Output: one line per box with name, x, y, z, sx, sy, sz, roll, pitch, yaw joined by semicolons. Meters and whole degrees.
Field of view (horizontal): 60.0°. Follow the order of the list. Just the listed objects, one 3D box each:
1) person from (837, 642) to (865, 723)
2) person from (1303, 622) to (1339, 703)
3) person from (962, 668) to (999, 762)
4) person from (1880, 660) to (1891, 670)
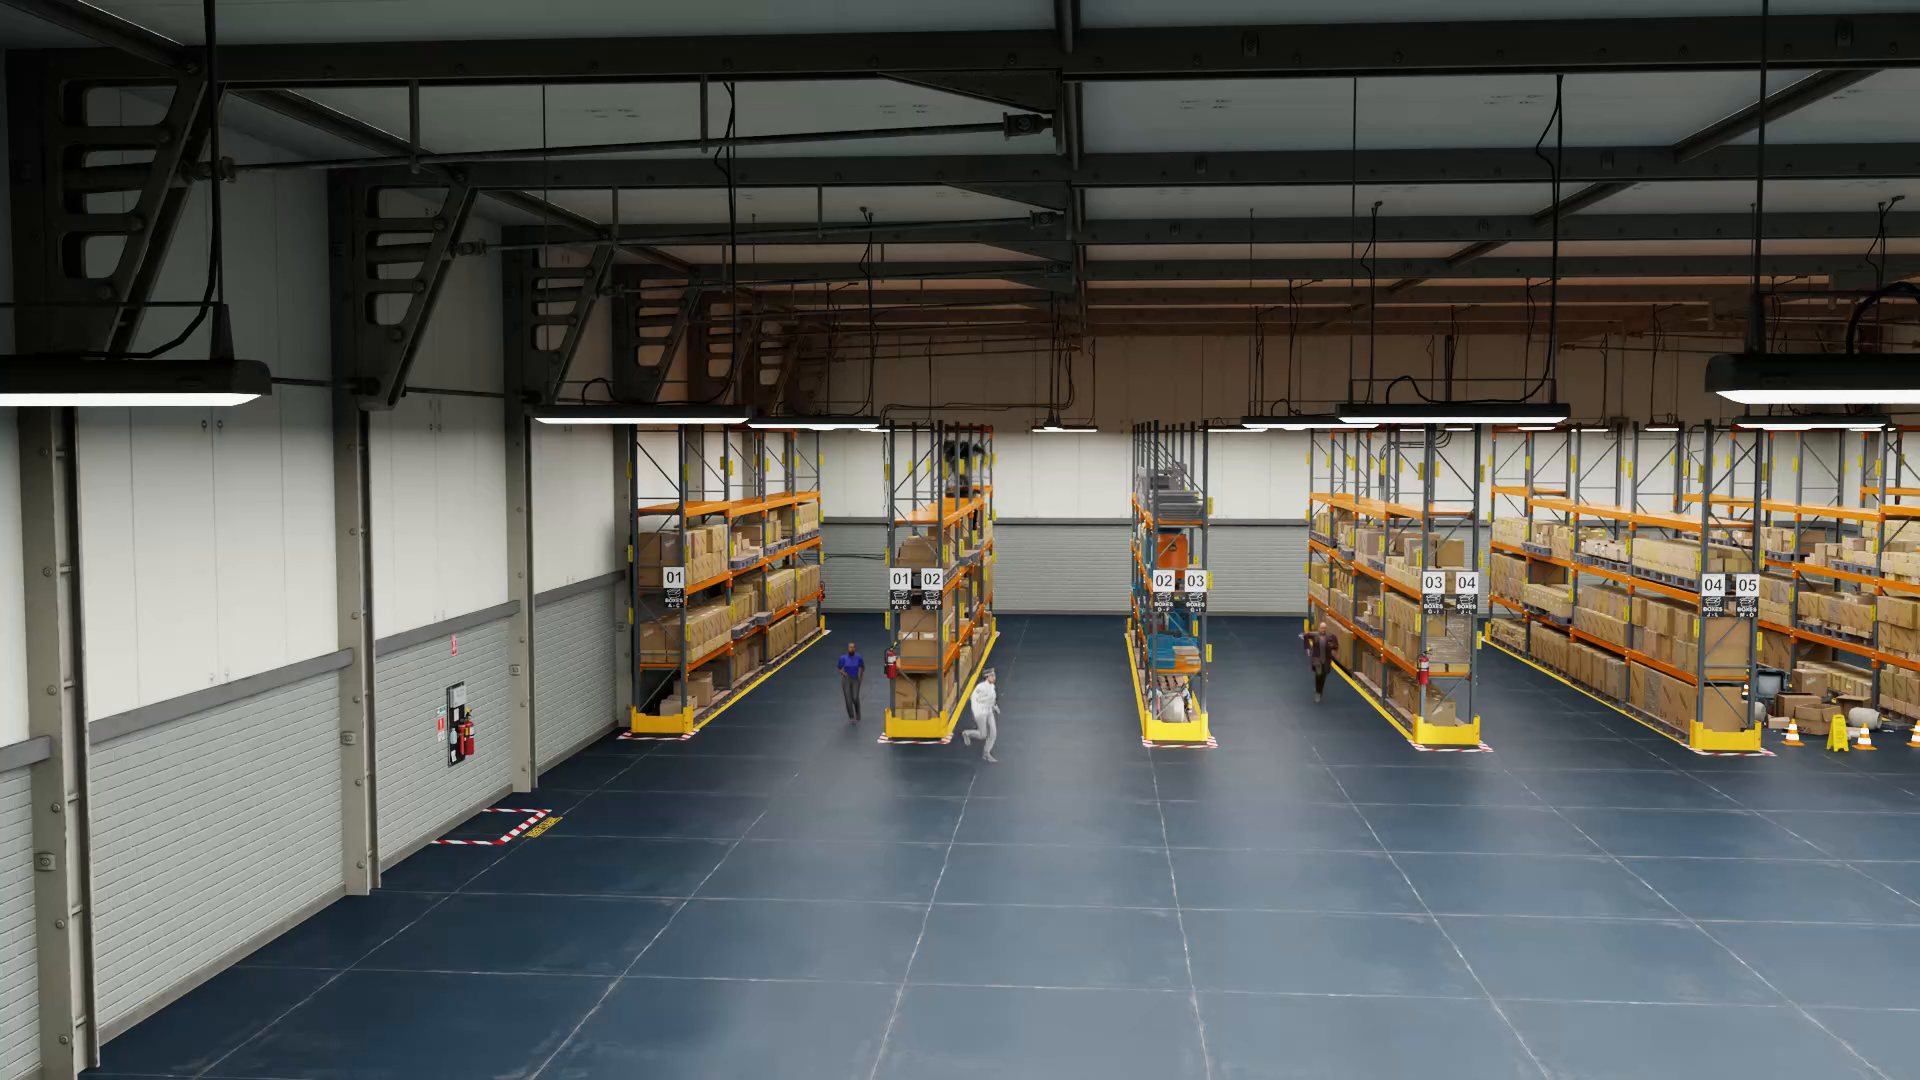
person;-2.152;2.876;32.838;0.558;1.533;0.569;0;4;-6
person;7.704;2.603;35.519;0.691;1.737;0.989;0;4;0
person;0.371;3.068;29.359;0.714;1.664;0.640;3;4;37
person;21.384;2.442;38.160;0.688;1.800;0.901;0;4;-1
